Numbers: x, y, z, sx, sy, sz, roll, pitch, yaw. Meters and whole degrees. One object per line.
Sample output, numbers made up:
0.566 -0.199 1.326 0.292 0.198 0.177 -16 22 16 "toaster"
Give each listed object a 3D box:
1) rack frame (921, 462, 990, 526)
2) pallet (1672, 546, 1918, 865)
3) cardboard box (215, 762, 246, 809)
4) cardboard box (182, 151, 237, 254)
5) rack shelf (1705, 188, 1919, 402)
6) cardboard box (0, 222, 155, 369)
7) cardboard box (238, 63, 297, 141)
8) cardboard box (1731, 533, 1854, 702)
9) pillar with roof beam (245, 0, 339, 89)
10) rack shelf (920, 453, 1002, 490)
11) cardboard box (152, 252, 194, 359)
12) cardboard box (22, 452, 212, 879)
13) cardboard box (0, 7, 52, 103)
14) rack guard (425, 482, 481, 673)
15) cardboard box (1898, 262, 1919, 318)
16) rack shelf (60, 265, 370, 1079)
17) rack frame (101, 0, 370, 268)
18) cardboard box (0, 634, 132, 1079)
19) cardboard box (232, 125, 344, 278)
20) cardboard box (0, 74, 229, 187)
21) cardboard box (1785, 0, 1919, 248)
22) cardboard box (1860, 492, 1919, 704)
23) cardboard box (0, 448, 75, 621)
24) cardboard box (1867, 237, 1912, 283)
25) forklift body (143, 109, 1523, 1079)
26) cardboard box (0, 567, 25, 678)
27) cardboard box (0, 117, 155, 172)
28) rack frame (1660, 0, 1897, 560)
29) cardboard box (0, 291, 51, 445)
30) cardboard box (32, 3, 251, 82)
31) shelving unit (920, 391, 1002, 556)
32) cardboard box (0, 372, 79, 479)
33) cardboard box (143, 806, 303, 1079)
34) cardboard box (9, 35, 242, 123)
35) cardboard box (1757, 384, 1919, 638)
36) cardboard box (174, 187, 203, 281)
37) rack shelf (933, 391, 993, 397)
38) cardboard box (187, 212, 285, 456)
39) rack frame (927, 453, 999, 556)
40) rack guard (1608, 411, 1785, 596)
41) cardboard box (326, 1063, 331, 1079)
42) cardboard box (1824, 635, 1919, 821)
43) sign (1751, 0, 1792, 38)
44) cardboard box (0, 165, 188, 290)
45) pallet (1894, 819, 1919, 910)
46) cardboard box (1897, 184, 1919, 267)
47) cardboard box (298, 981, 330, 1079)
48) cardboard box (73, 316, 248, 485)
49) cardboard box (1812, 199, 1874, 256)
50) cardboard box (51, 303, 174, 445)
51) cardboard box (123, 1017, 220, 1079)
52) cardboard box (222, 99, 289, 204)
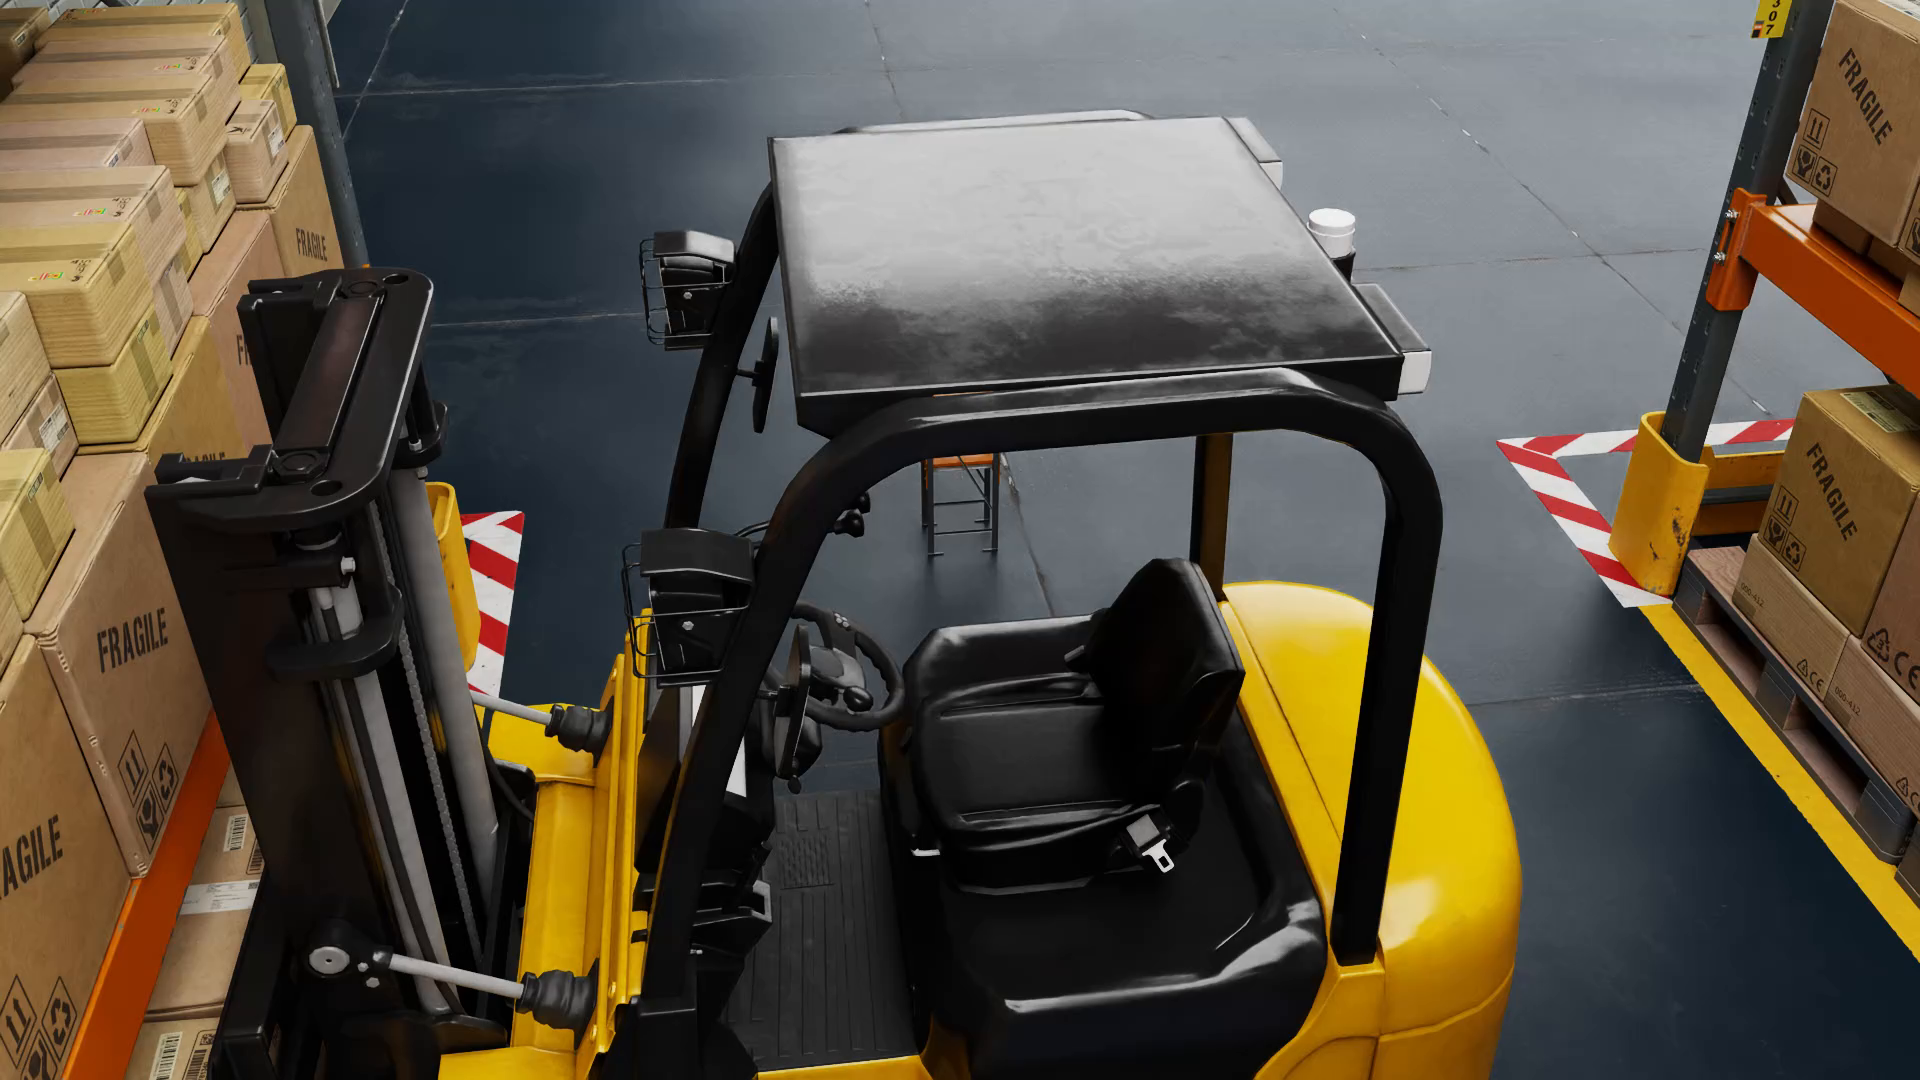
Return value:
-0.014 -0.555 5.499 0.240 1.200 0.006 -4 35 -6 "rack frame"
2.896 0.417 4.951 1.003 0.211 1.213 -4 35 -6 "pallet"
-1.583 0.492 3.545 0.500 0.250 0.500 -4 34 -6 "cardboard box"
-1.744 -0.703 3.454 0.380 0.149 0.250 -4 34 -5 "cardboard box"
3.081 0.179 3.462 1.077 0.370 4.000 -4 35 -6 "rack shelf"
-1.578 -0.400 2.744 0.380 0.149 0.250 -4 34 -5 "cardboard box"
-1.782 -0.993 3.879 0.380 0.149 0.250 -4 34 -6 "cardboard box"
2.646 0.200 4.862 0.500 0.250 0.500 -5 35 -7 "cardboard box"
0.553 -6.552 7.374 9.100 9.000 0.400 -4 35 -6 "pillar with roof beam"
-0.002 -0.269 5.584 0.258 0.103 0.180 -4 35 -6 "rack shelf"
-1.639 -0.419 3.036 0.380 0.149 0.250 -5 35 -8 "cardboard box"
-1.571 0.213 2.685 0.500 0.500 0.500 -4 34 -6 "cardboard box"
-2.273 -1.085 3.749 0.380 0.149 0.250 -5 35 -7 "cardboard box"
-2.109 0.164 5.066 1.175 0.500 0.348 -4 35 -6 "rack guard"
2.656 -0.631 4.235 0.380 0.149 0.250 -5 35 -8 "cardboard box"
-1.837 0.557 2.907 1.077 0.370 4.000 -4 35 -6 "rack shelf"
-2.106 -0.856 4.342 1.000 3.000 0.127 -4 35 -6 "rack frame"
-1.525 0.496 2.270 0.500 0.500 0.500 -5 35 -7 "cardboard box"
-1.780 -0.643 3.940 0.500 0.500 0.500 -5 35 -7 "cardboard box"
-1.723 -0.825 3.368 0.380 0.149 0.250 -4 34 -5 "cardboard box"
2.601 -1.113 4.366 0.500 0.500 0.500 -5 35 -7 "cardboard box"
2.725 0.195 4.204 0.500 0.500 0.500 -6 35 -8 "cardboard box"
-1.539 0.005 2.415 0.380 0.149 0.250 -5 35 -7 "cardboard box"
2.701 -0.785 4.461 0.380 0.149 0.250 -4 34 -6 "cardboard box"
-0.043 0.415 3.231 2.313 2.155 1.214 -4 35 -6 "forklift body"
-1.494 0.153 2.198 0.380 0.149 0.250 -5 35 -8 "cardboard box"
-1.763 -0.681 3.156 0.380 0.149 0.250 -4 34 -6 "cardboard box"
2.812 -1.234 4.897 1.000 3.000 0.127 -4 35 -6 "rack frame"
-1.637 -0.249 2.523 0.380 0.149 0.250 -4 34 -6 "cardboard box"
-1.849 -1.104 3.778 0.380 0.149 0.250 -4 35 -6 "cardboard box"
-0.002 -0.504 5.424 0.258 1.200 0.189 -4 35 -6 "shelving unit"
-1.641 -0.133 2.617 0.380 0.149 0.250 -5 35 -7 "cardboard box"
-1.522 0.776 3.129 0.500 0.250 0.500 -5 35 -7 "cardboard box"
-1.785 -0.969 3.579 0.380 0.149 0.250 -4 35 -6 "cardboard box"
2.650 -0.097 4.631 0.500 0.500 0.500 -5 35 -8 "cardboard box"
-1.722 -0.564 3.249 0.380 0.149 0.250 -5 35 -7 "cardboard box"
-0.002 -0.467 5.449 0.258 0.103 0.180 -4 35 -6 "rack shelf"
-1.719 -0.352 3.515 0.500 0.500 0.500 -3 34 -5 "cardboard box"
0.010 -0.453 5.349 0.240 1.200 0.006 -4 35 -6 "rack frame"
2.822 -0.159 5.539 1.175 0.500 0.348 -4 35 -6 "rack guard"
-1.522 1.191 3.407 0.500 0.250 0.500 -3 34 -5 "cardboard box"
2.708 0.485 4.443 0.500 0.250 0.500 -3 34 -5 "cardboard box"
2.274 -1.551 4.593 0.100 0.325 0.005 -4 35 -6 "sign"
-1.618 -0.544 2.955 0.380 0.149 0.250 -4 34 -5 "cardboard box"
3.057 1.096 3.954 1.003 0.211 1.213 -4 35 -6 "pallet"
2.674 -0.824 3.943 0.500 0.500 0.500 -3 34 -5 "cardboard box"
-1.520 0.995 3.251 0.500 0.250 0.500 -4 35 -7 "cardboard box"
-1.650 -0.066 3.095 0.500 0.500 0.500 -5 35 -7 "cardboard box"
2.653 -0.925 4.667 0.380 0.149 0.250 -4 35 -6 "cardboard box"
-1.585 -0.279 2.831 0.380 0.149 0.250 -4 34 -6 "cardboard box"
-1.459 1.069 2.698 0.500 0.250 0.500 -3 34 -5 "cardboard box"
-1.718 -0.853 3.673 0.380 0.149 0.250 -4 34 -6 "cardboard box"
